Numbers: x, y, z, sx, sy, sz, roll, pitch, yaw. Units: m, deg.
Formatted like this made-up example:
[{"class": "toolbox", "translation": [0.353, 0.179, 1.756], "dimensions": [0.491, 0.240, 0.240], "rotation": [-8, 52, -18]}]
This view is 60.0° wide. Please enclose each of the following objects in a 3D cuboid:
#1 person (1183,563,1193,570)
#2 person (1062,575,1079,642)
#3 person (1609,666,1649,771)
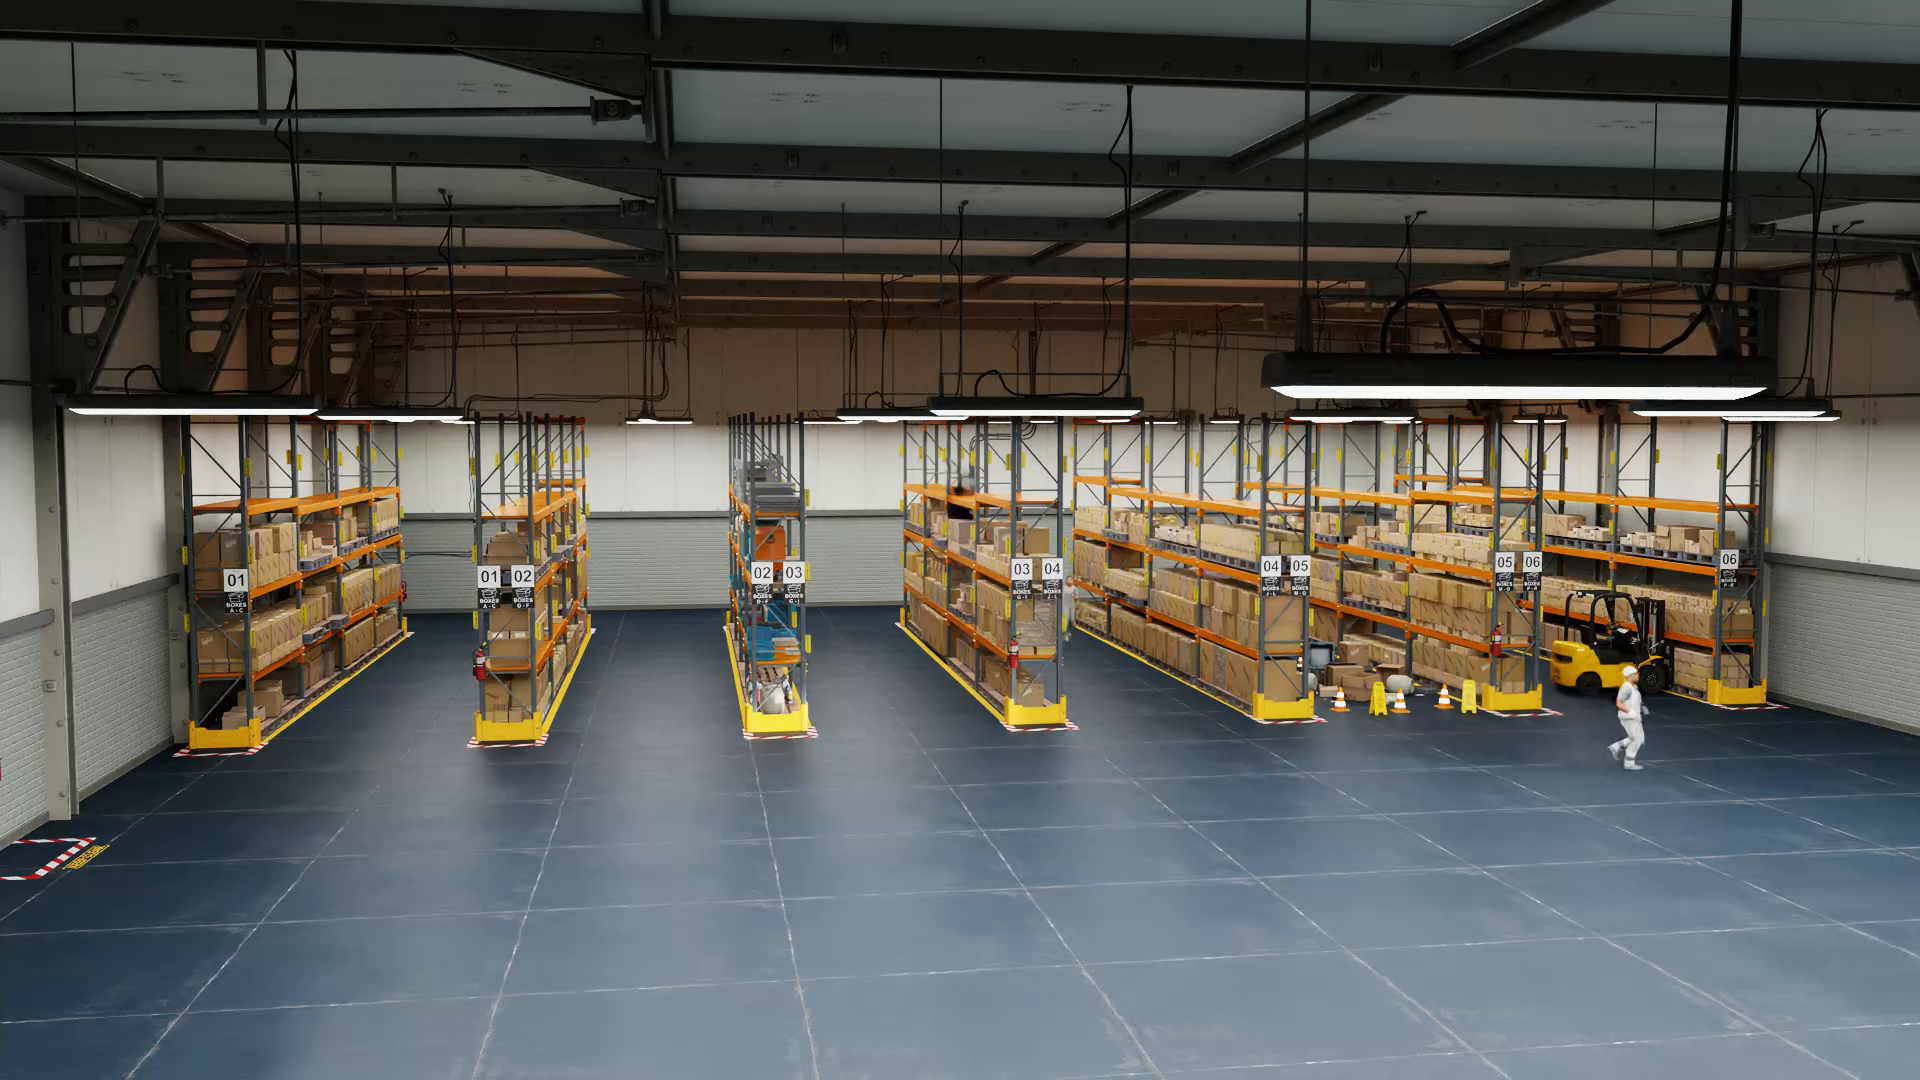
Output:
[{"class": "person", "translation": [6.887, 1.437, 50.436], "dimensions": [0.658, 1.718, 0.736], "rotation": [0, 4, -4]}, {"class": "person", "translation": [2.818, 1.762, 43.200], "dimensions": [0.533, 1.692, 0.750], "rotation": [-1, 4, -10]}, {"class": "person", "translation": [11.125, 2.965, 27.728], "dimensions": [0.612, 1.742, 0.643], "rotation": [3, 5, 37]}]
